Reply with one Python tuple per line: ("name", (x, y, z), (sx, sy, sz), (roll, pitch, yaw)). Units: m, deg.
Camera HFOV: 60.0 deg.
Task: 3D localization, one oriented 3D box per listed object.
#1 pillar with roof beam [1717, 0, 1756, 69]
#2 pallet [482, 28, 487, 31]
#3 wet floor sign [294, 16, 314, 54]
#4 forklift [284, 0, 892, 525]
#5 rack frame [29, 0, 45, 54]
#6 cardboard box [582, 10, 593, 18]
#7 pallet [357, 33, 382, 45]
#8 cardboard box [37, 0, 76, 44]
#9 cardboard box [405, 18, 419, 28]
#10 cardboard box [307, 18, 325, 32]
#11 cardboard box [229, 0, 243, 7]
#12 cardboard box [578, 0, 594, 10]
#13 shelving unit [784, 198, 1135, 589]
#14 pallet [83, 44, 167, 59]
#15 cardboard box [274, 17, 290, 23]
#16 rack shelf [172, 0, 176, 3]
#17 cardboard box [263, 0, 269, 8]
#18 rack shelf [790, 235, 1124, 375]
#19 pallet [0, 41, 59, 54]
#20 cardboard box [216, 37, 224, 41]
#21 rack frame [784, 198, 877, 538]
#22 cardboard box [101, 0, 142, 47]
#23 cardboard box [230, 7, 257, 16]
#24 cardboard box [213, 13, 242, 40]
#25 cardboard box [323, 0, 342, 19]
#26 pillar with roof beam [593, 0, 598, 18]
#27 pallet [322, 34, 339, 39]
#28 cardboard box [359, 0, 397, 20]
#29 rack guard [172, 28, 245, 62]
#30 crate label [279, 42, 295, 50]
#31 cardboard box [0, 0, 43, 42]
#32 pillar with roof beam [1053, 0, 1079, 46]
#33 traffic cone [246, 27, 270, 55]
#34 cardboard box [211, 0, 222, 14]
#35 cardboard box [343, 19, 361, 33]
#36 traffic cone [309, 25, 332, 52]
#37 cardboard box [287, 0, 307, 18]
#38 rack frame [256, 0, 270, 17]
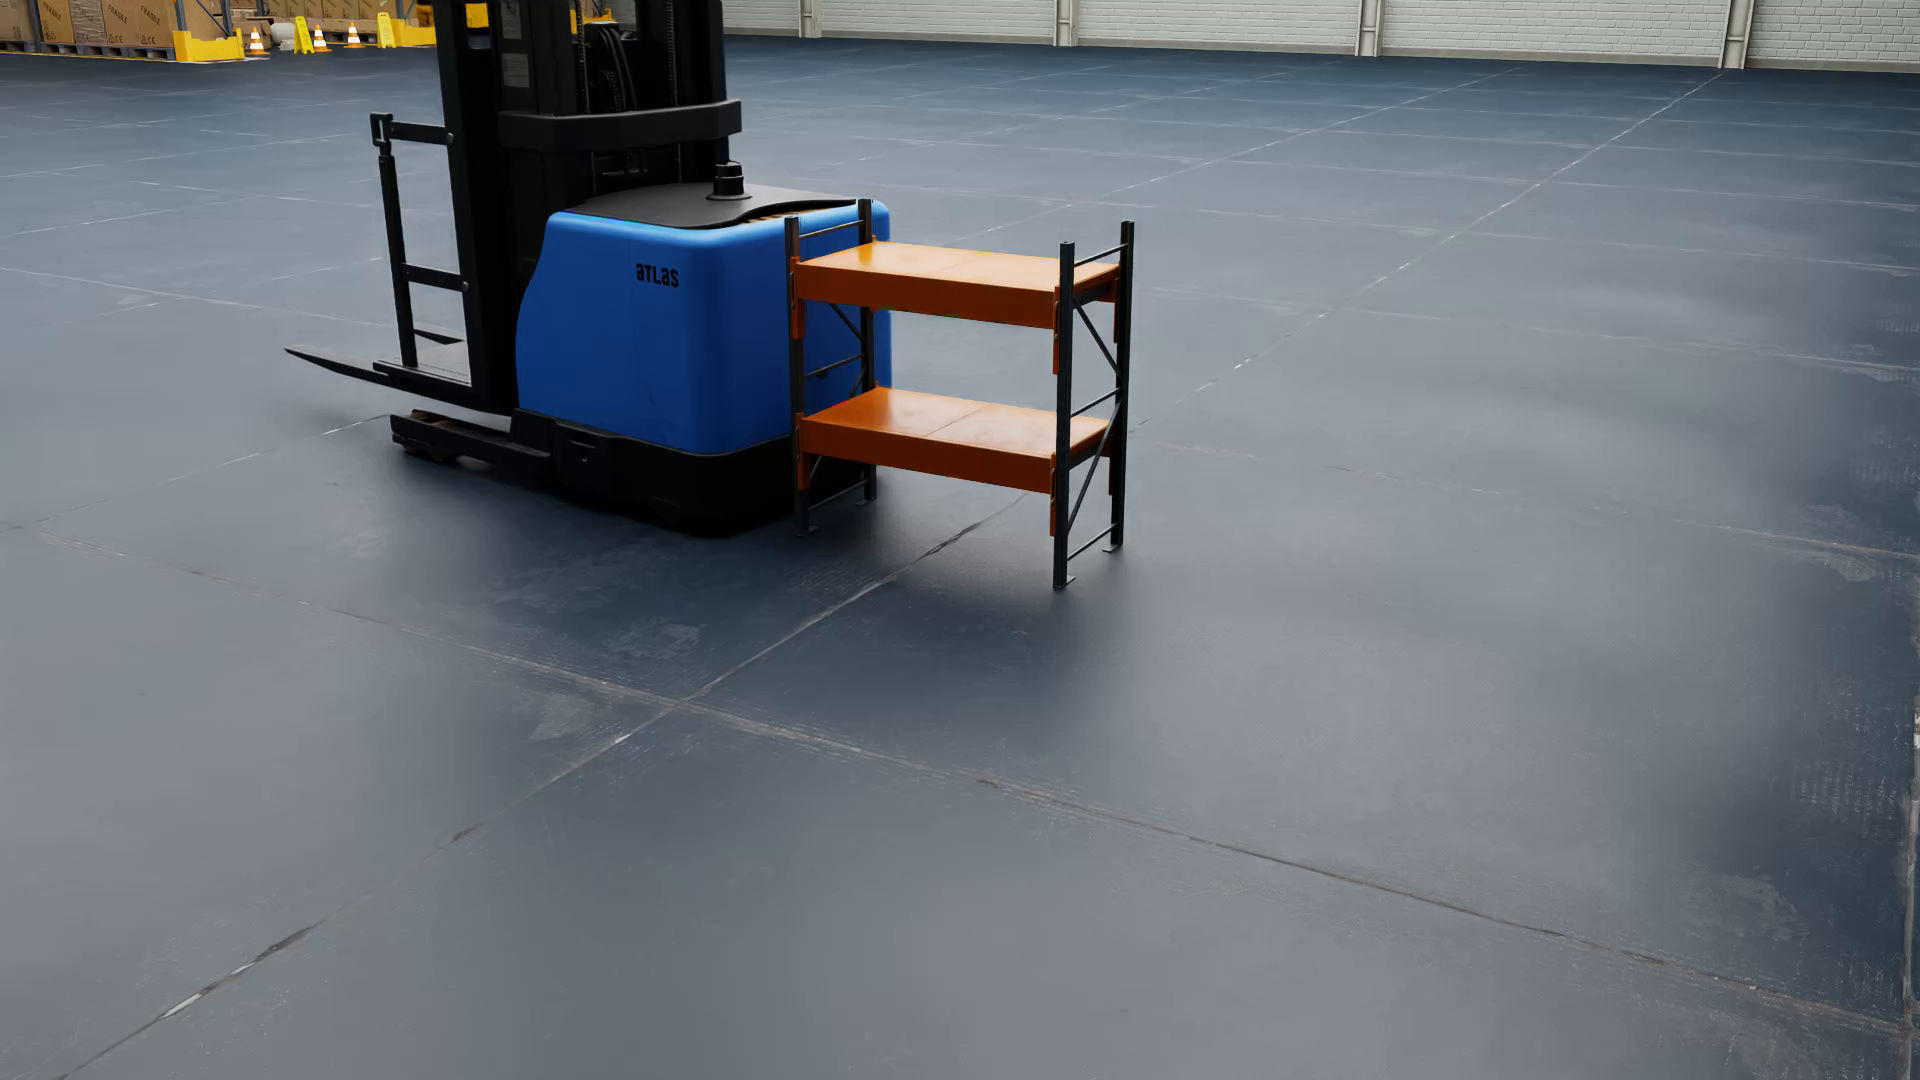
("pillar with roof beam", (10.446, -10.628, 21.968), (0.400, 9.000, 9.100), (11, 23, 27))
("pallet", (-11.056, -11.906, 38.378), (1.213, 0.211, 1.003), (11, 23, 27))
("wet floor sign", (-11.991, -9.206, 30.297), (0.232, 0.644, 0.267), (7, 21, 18))
("forklift", (-1.718, -1.822, 6.589), (3.031, 2.935, 1.130), (15, 25, 36))
("rack frame", (-16.474, -10.393, 30.118), (0.127, 3.000, 1.000), (11, 23, 27))
("cardboard box", (-8.572, -11.741, 37.251), (0.500, 0.250, 0.500), (11, 23, 28))
("pallet", (-11.414, -10.066, 33.304), (1.213, 0.211, 1.003), (11, 23, 27))
("cardboard box", (-15.959, -9.466, 30.063), (0.875, 0.875, 0.875), (11, 23, 28))
("cardboard box", (-11.225, -10.340, 33.387), (0.500, 0.250, 0.500), (11, 22, 27))
("cardboard box", (-12.828, -10.437, 33.655), (0.500, 0.250, 0.500), (10, 22, 27))
("cardboard box", (-17.932, -13.481, 41.682), (0.500, 0.500, 0.500), (10, 22, 27))
("cardboard box", (-8.547, -11.976, 37.166), (0.500, 0.250, 0.500), (11, 23, 28))
("shelving unit", (-0.006, -0.530, 5.676), (1.048, 1.125, 0.538), (11, 23, 27))
("pallet", (-14.779, -8.730, 29.622), (1.213, 0.211, 1.003), (11, 23, 27))
("cardboard box", (-13.764, -10.610, 34.132), (0.500, 0.250, 0.500), (10, 22, 25))
("rack shelf", (-14.728, -9.722, 29.323), (4.000, 0.370, 1.077), (11, 23, 27))
("cardboard box", (-17.049, -13.309, 41.206), (0.500, 0.500, 0.500), (10, 22, 25))
("rack shelf", (-0.006, -0.805, 5.577), (1.000, 0.278, 0.538), (11, 23, 27))
("pallet", (-17.184, -9.188, 30.885), (1.213, 0.211, 1.003), (11, 23, 27))
("cardboard box", (-14.075, -9.370, 31.307), (0.258, 0.266, 0.396), (16, 25, 36))
("rack frame", (-0.450, -0.614, 5.909), (0.032, 1.125, 0.500), (11, 23, 27))
("cardboard box", (-14.375, -9.165, 29.233), (0.875, 0.875, 0.875), (10, 22, 26))
("cardboard box", (-15.236, -11.051, 35.168), (0.625, 0.372, 0.950), (12, 23, 31))
("cardboard box", (-14.244, -9.800, 31.945), (0.503, 0.637, 0.797), (11, 23, 27))
("cardboard box", (-12.377, -10.703, 33.289), (0.500, 0.500, 0.500), (10, 22, 26))
("pillar with roof beam", (-10.506, -14.619, 32.971), (0.400, 9.000, 9.100), (11, 23, 27))
("pallet", (-13.544, -10.471, 34.423), (1.213, 0.211, 1.003), (11, 23, 27))
("cardboard box", (-11.482, -10.531, 32.815), (0.500, 0.500, 0.500), (11, 23, 28))
("rack guard", (-12.960, -8.549, 28.699), (0.348, 0.500, 1.175), (11, 23, 27))
("crate label", (-12.621, -9.285, 31.262), (0.298, 0.136, 0.250), (0, 20, -1))
("cardboard box", (-17.059, -9.609, 30.640), (0.750, 0.750, 1.050), (11, 23, 27))
("pillar with roof beam", (-0.030, -12.624, 27.469), (0.400, 9.000, 9.100), (11, 23, 27))
("traffic cone", (-12.753, -9.046, 30.125), (0.334, 0.463, 0.336), (11, 23, 27))
("cardboard box", (-14.990, -10.529, 33.049), (0.500, 0.500, 0.500), (11, 23, 27))
("cardboard box", (-11.941, -10.266, 33.184), (0.500, 0.250, 0.500), (11, 23, 27))
("traffic cone", (-11.905, -9.326, 30.897), (0.334, 0.463, 0.336), (11, 23, 27))
("cardboard box", (-13.291, -10.877, 33.768), (0.500, 0.500, 0.500), (12, 23, 29))
("rack frame", (-14.148, -11.883, 34.226), (0.127, 3.000, 1.000), (11, 23, 27))
